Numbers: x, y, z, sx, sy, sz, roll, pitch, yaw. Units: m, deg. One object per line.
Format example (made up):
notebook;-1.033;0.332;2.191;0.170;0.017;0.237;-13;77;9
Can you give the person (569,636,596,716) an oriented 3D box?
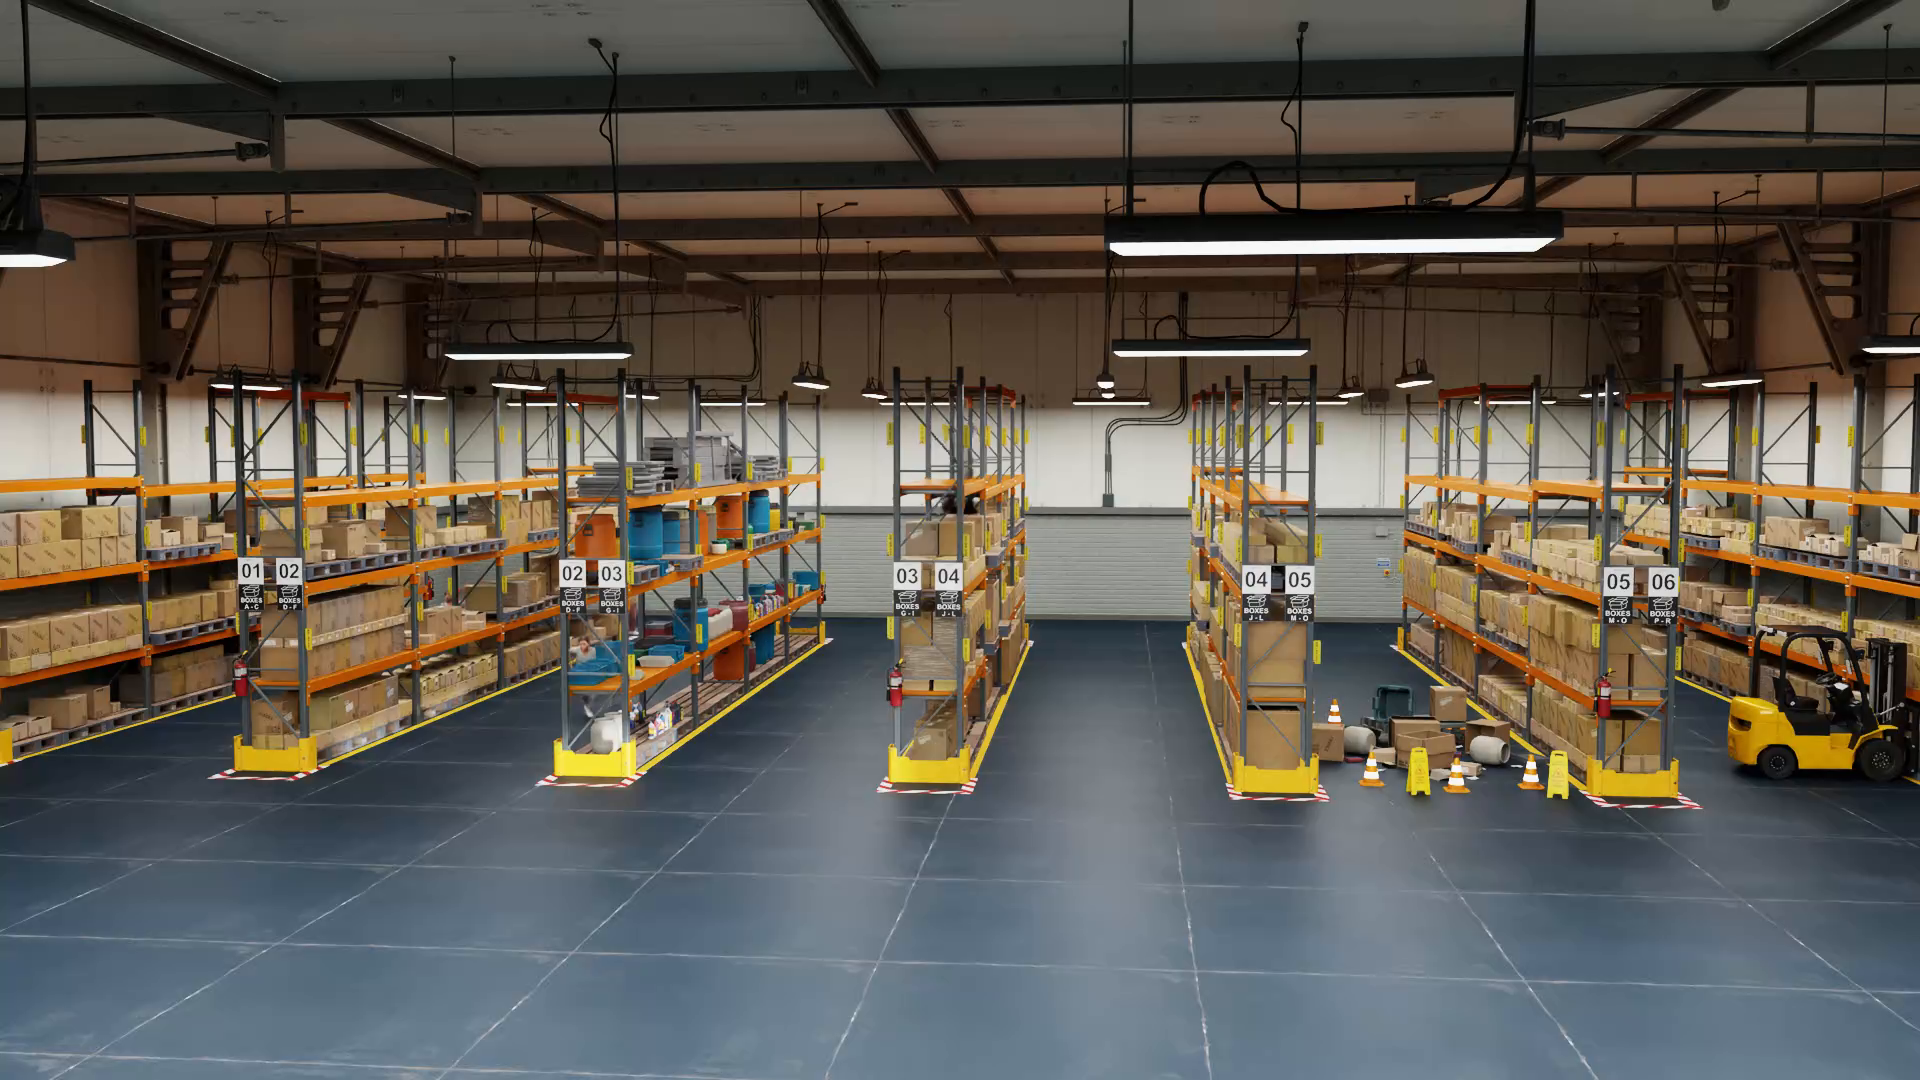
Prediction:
person;-6.686;2.420;29.514;0.590;1.504;0.818;0;4;-8

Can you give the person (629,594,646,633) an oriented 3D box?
person;-8.223;1.599;41.862;0.596;1.629;0.602;3;4;36

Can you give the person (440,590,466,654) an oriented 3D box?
person;-10.740;1.931;35.185;0.667;1.786;0.956;0;4;3
